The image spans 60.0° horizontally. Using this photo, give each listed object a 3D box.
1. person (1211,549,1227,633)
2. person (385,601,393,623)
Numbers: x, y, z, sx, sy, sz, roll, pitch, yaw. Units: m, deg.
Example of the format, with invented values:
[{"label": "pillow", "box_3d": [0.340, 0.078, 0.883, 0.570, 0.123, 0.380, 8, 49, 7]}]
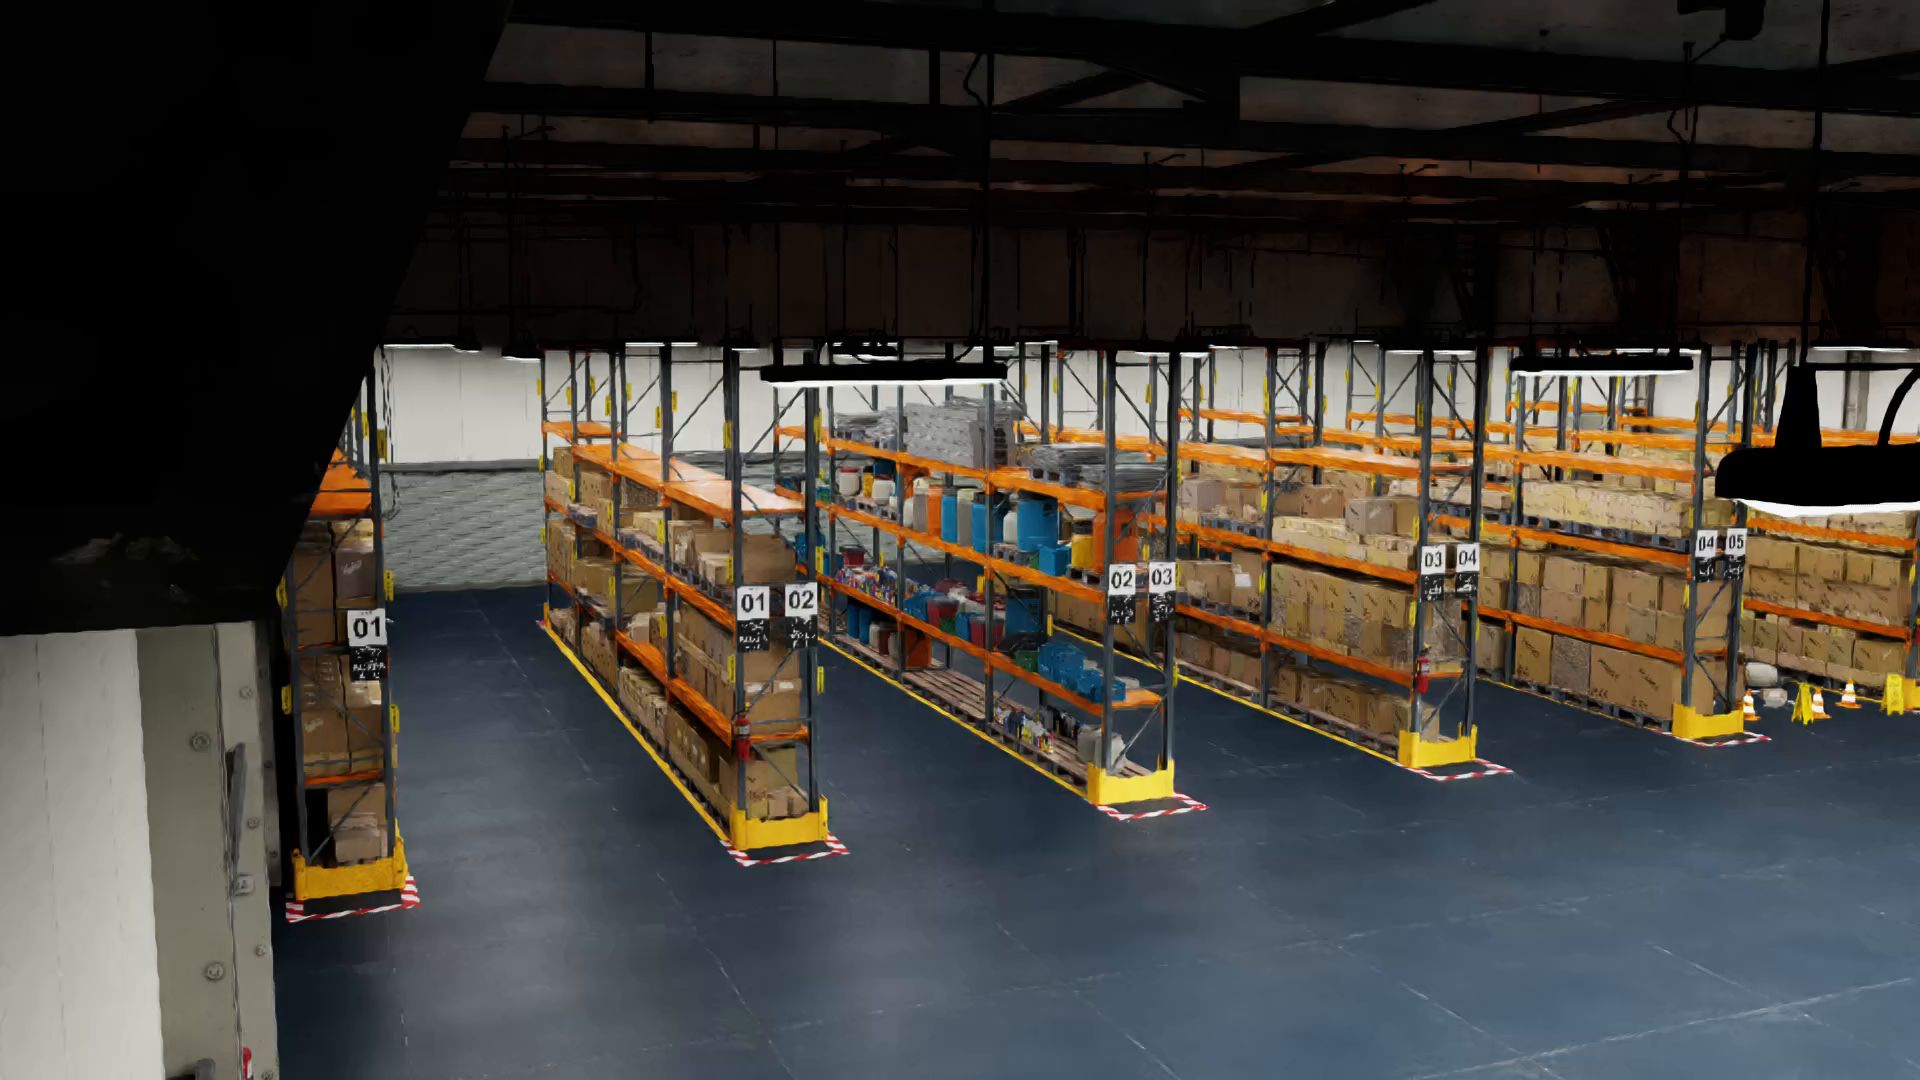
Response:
[{"label": "person", "box_3d": [5.221, 1.039, 34.025, 0.625, 1.738, 0.476, 7, 10, 44]}, {"label": "person", "box_3d": [-12.417, 0.994, 35.159, 0.561, 1.525, 0.788, -6, 10, -39]}]
